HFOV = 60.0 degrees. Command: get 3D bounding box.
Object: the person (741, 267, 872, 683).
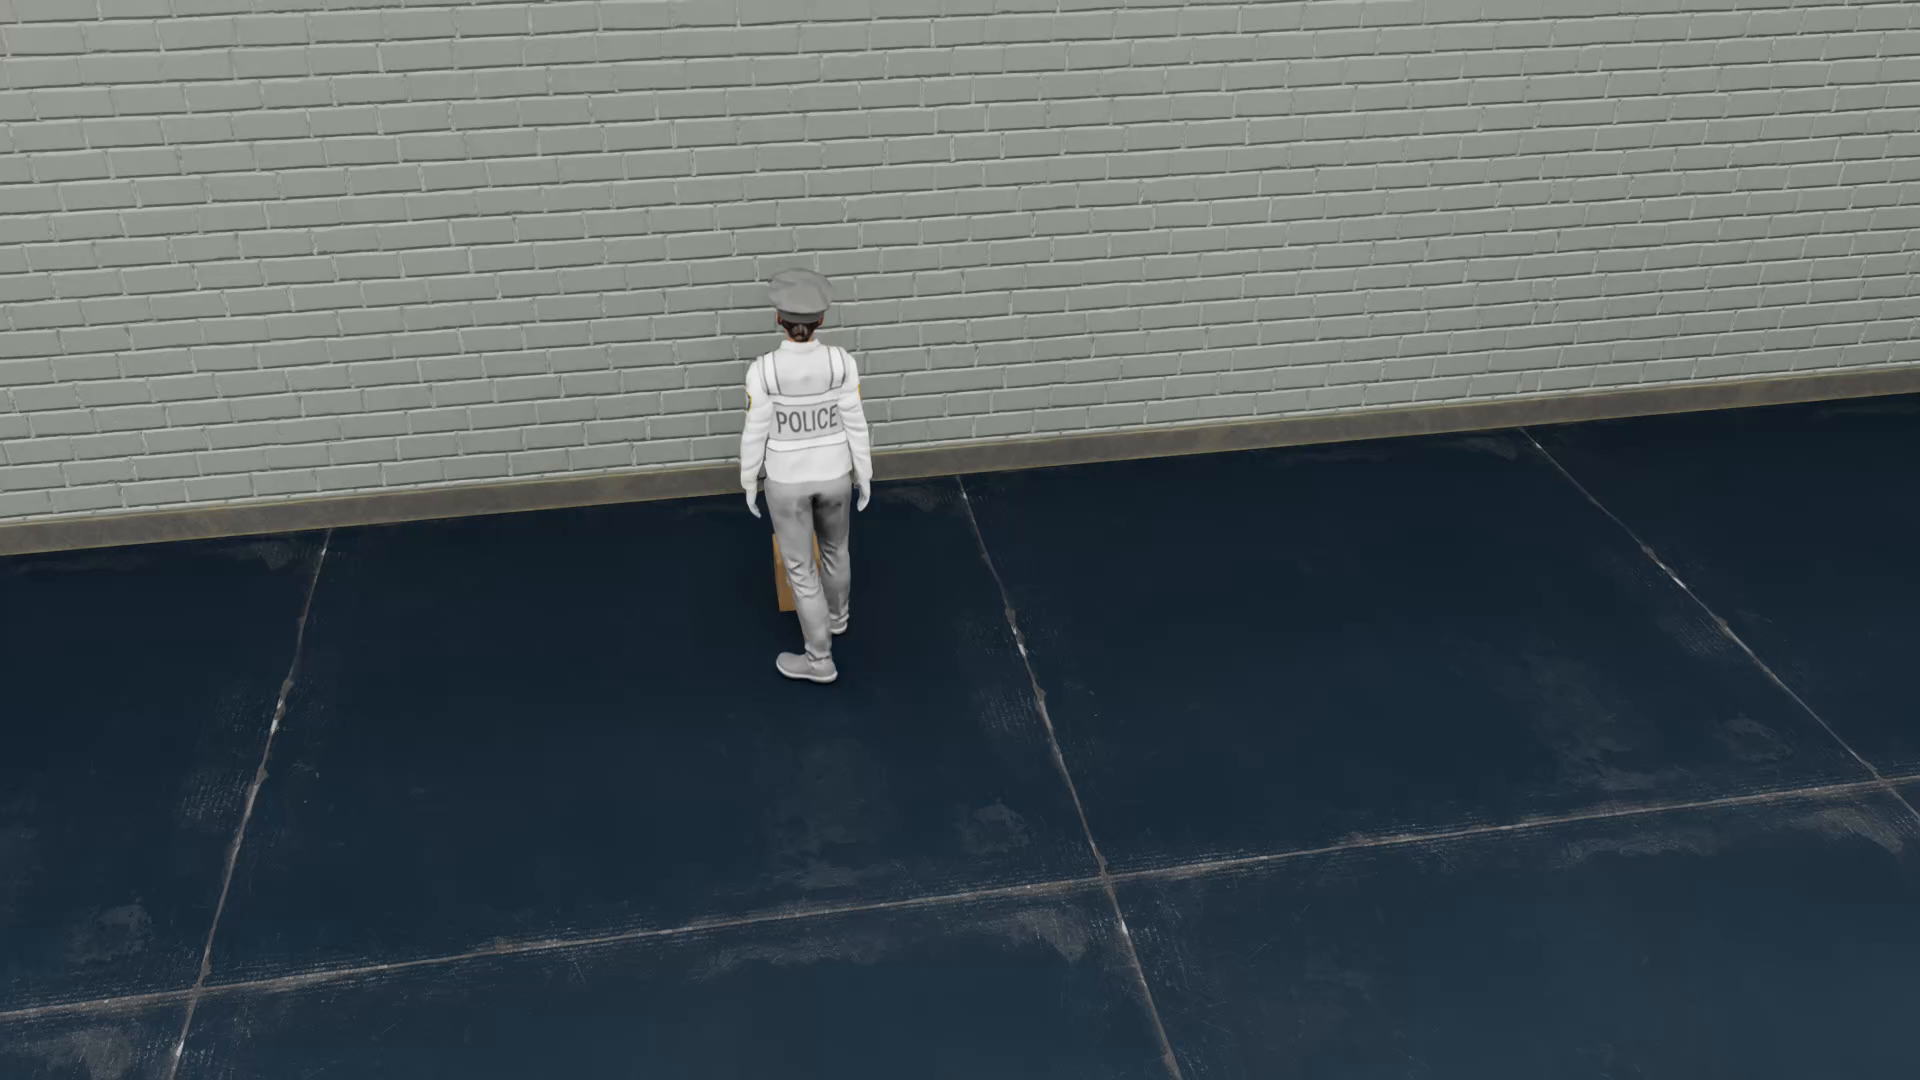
[{"bbox_3d":[-0.625,-0.272,6.554,0.509,1.672,0.630,-11,33,-17],"label":"person"}]
